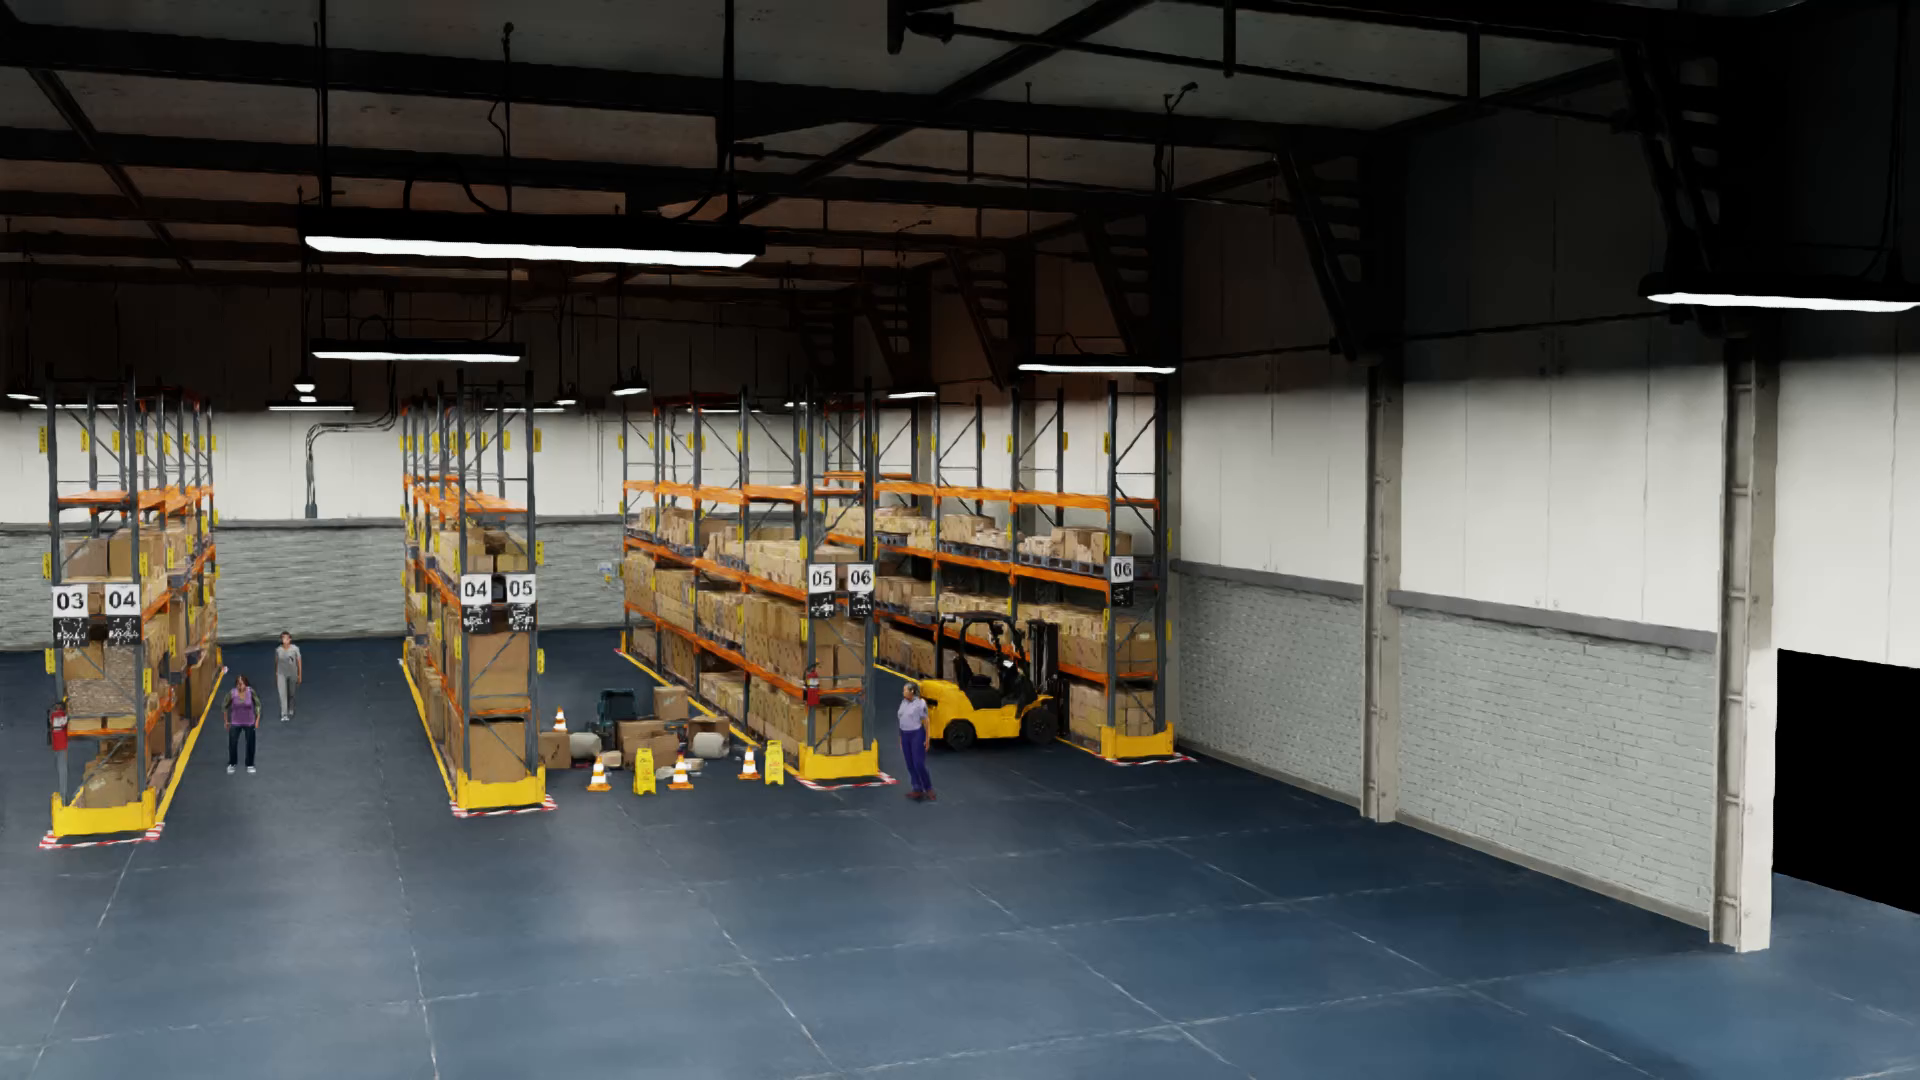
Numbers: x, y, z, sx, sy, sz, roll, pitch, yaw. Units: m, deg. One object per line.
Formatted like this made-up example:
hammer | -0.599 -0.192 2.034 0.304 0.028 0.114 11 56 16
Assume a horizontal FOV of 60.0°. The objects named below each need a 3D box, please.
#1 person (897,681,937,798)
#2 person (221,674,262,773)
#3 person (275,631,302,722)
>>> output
person | -0.611 2.806 23.424 0.608 1.643 0.405 3 4 40
person | -10.843 2.770 25.106 0.566 1.541 0.519 -1 4 -24
person | -12.127 2.436 30.028 0.453 1.612 1.019 -1 4 -22
